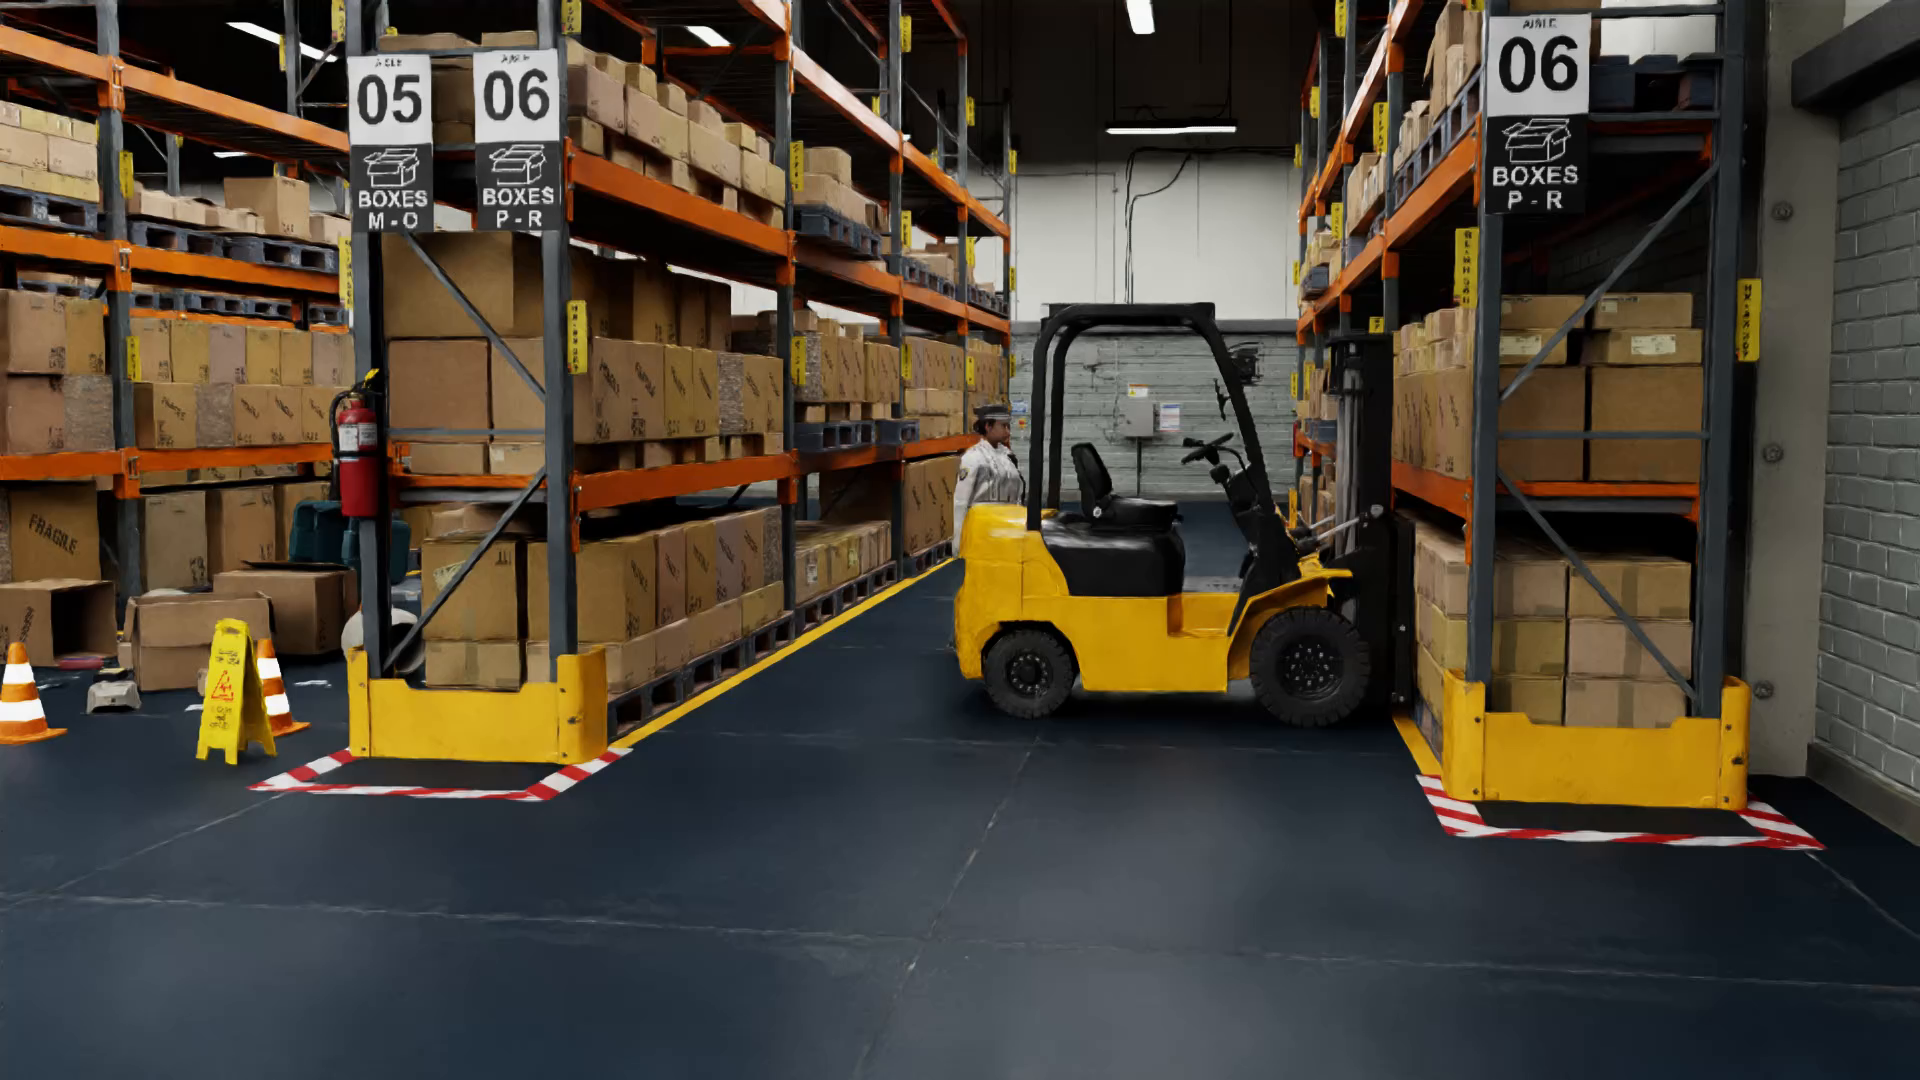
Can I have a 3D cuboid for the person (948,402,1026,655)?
[{"bbox_3d":[0.256,-0.049,10.515,0.904,1.637,0.519,3,5,32],"label":"person"}]
